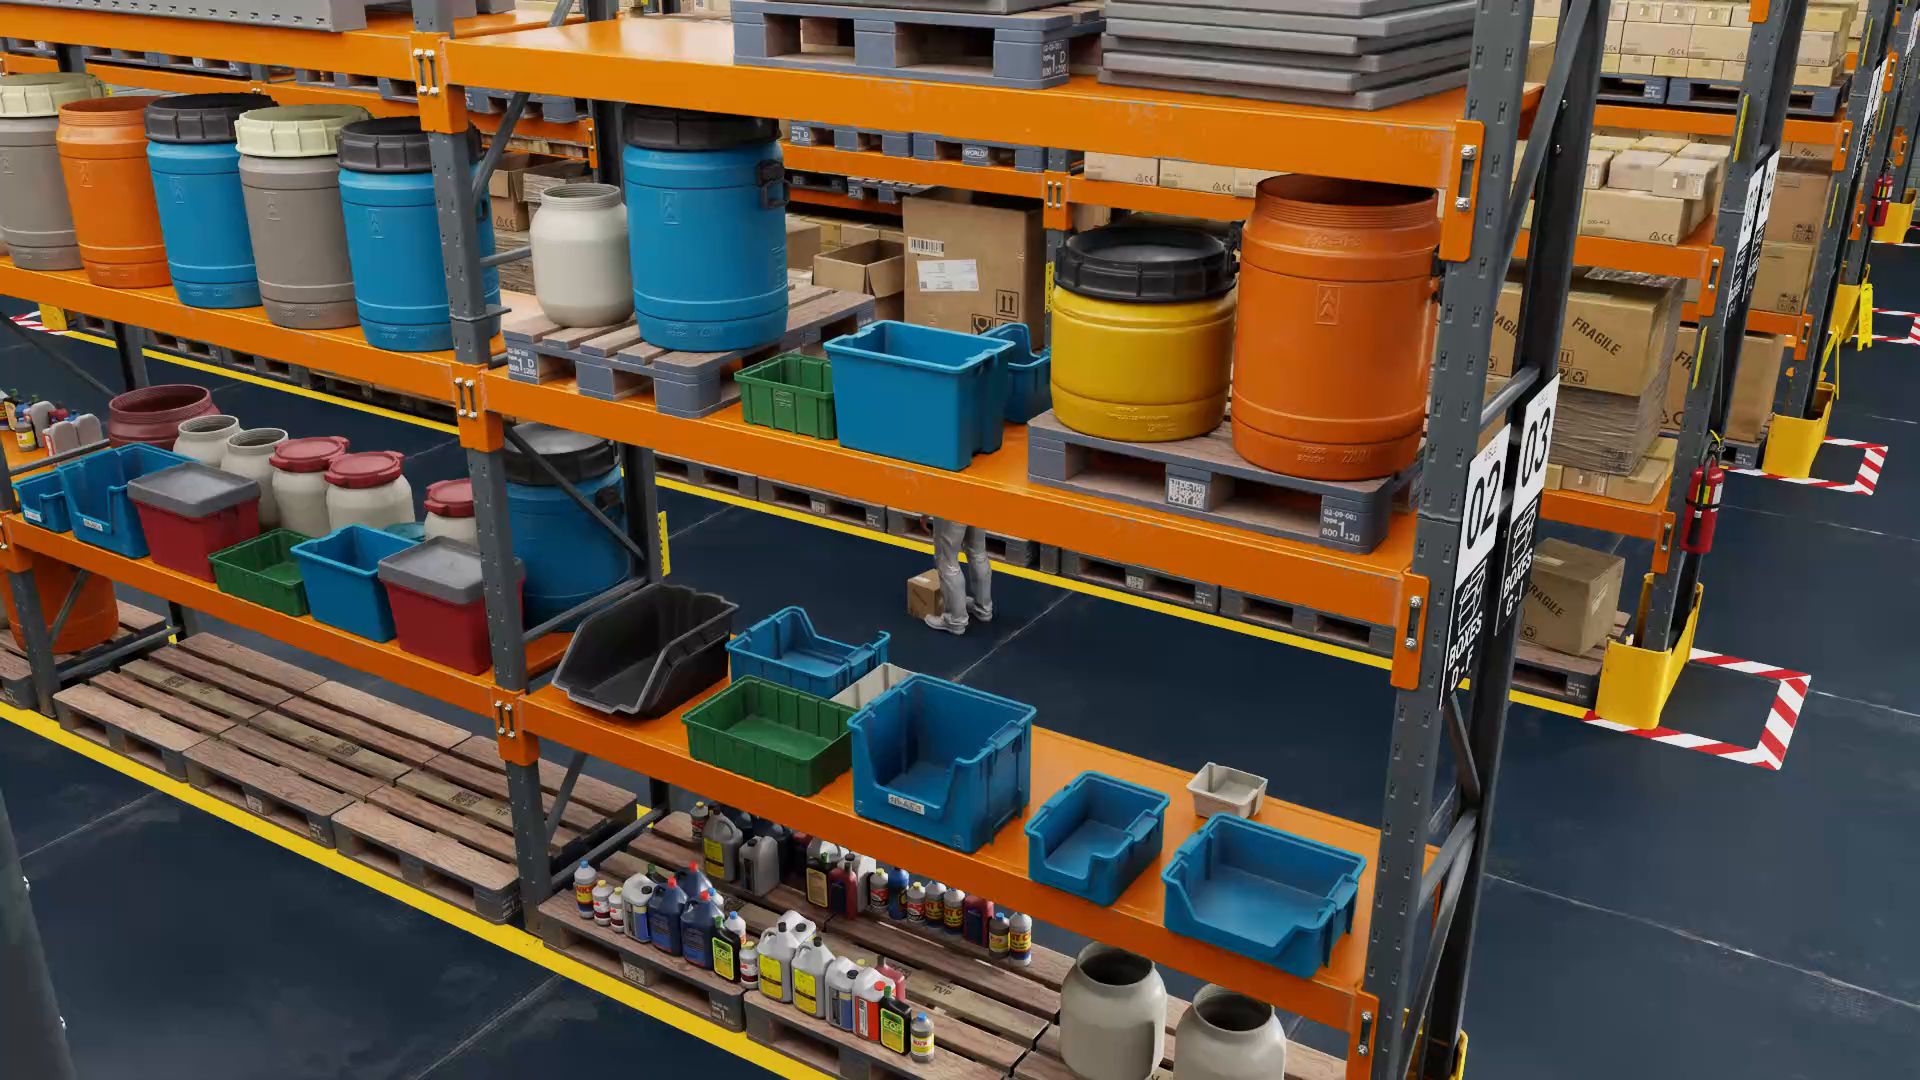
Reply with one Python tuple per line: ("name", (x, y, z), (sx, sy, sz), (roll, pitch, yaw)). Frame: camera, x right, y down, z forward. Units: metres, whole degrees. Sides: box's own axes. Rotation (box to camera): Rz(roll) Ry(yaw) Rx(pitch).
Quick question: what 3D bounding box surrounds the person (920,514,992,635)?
("person", (-0.004, -0.259, 10.682), (0.627, 1.761, 0.457), (-21, 31, -40))
